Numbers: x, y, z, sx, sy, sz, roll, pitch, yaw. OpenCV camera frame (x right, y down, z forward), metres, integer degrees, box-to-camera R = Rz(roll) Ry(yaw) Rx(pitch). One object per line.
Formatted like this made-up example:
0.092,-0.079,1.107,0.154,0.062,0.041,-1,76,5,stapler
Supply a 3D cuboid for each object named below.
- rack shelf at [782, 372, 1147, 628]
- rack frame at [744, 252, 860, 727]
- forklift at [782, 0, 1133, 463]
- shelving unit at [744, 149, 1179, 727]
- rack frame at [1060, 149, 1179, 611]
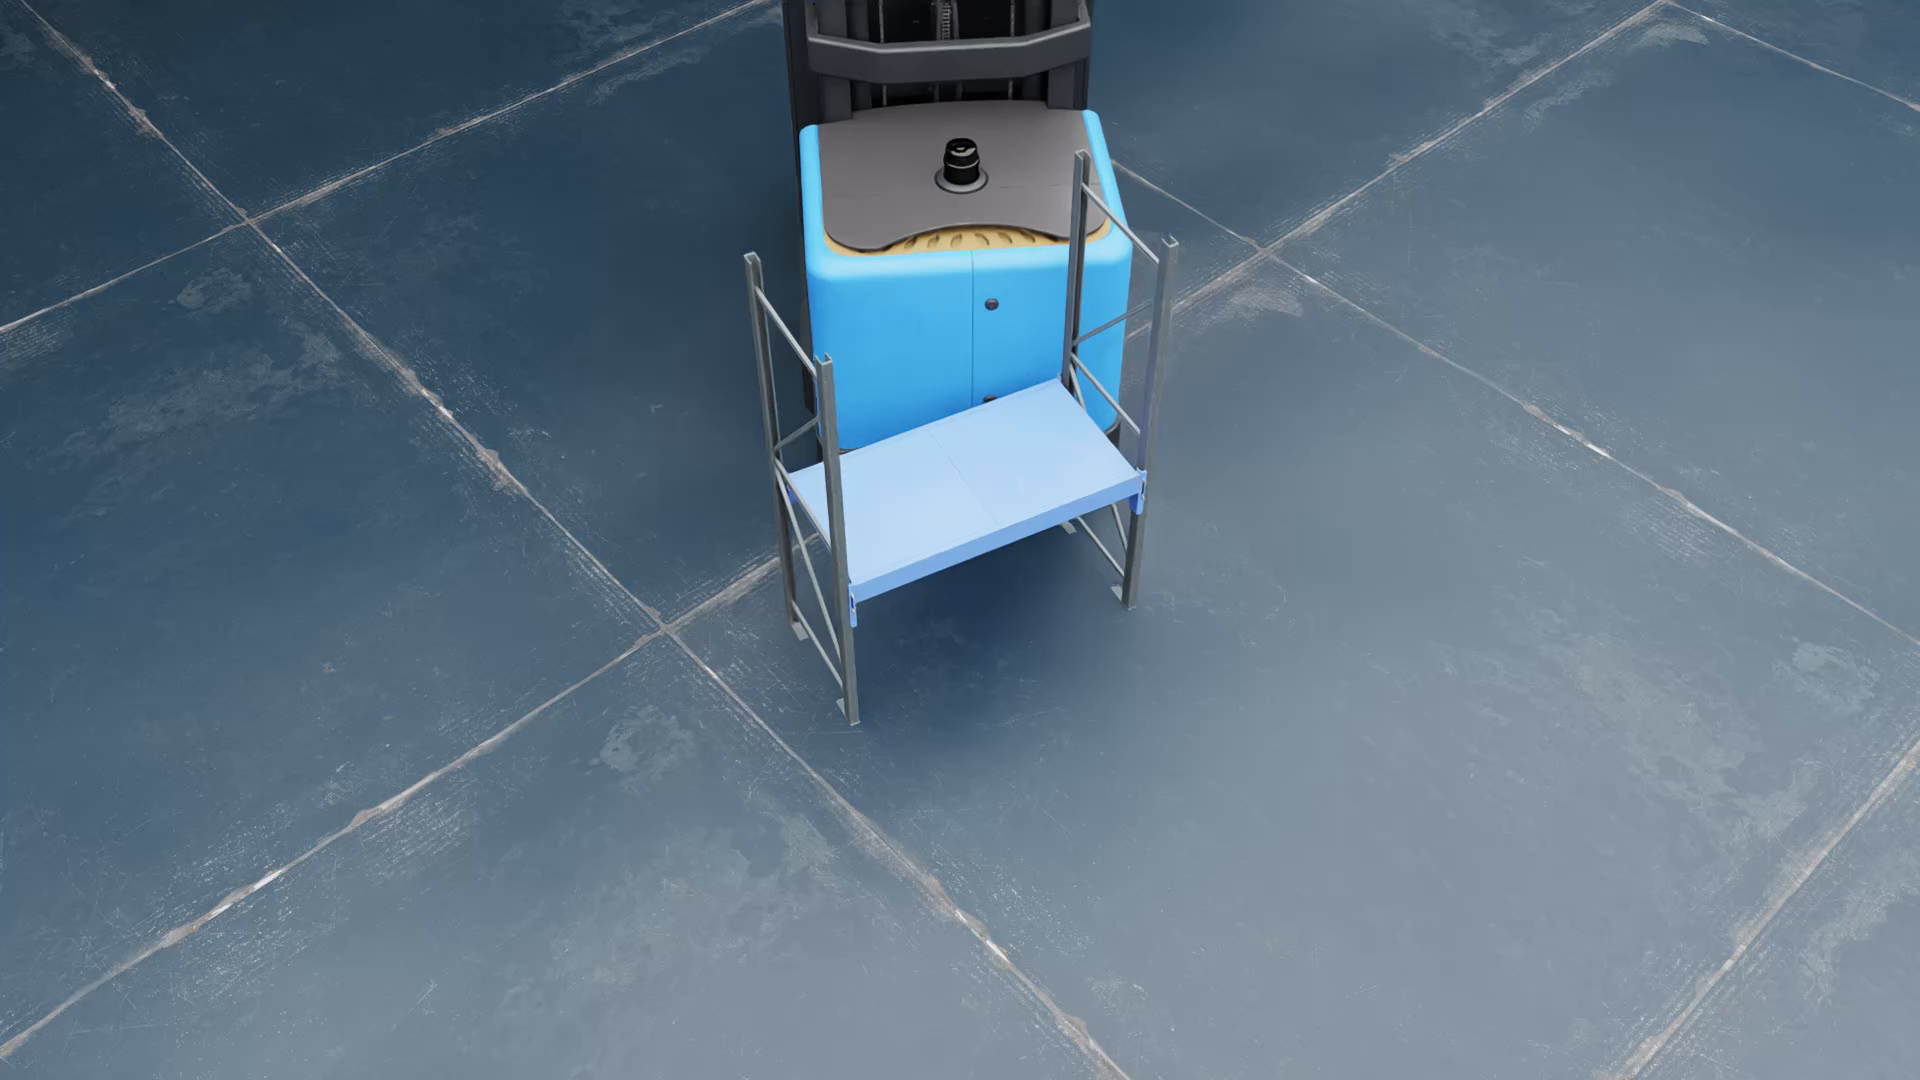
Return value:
0.006,-0.142,5.105,1.000,0.185,0.538,-21,51,-18,rack shelf
-0.444,-0.090,4.813,0.032,1.500,0.500,-21,51,-18,rack frame
-0.100,-2.215,5.799,1.130,2.935,3.031,-4,47,-4,forklift
0.006,-0.264,4.973,1.048,1.500,0.538,-21,51,-18,shelving unit
0.456,-0.438,5.134,0.032,1.500,0.500,-21,51,-18,rack frame
